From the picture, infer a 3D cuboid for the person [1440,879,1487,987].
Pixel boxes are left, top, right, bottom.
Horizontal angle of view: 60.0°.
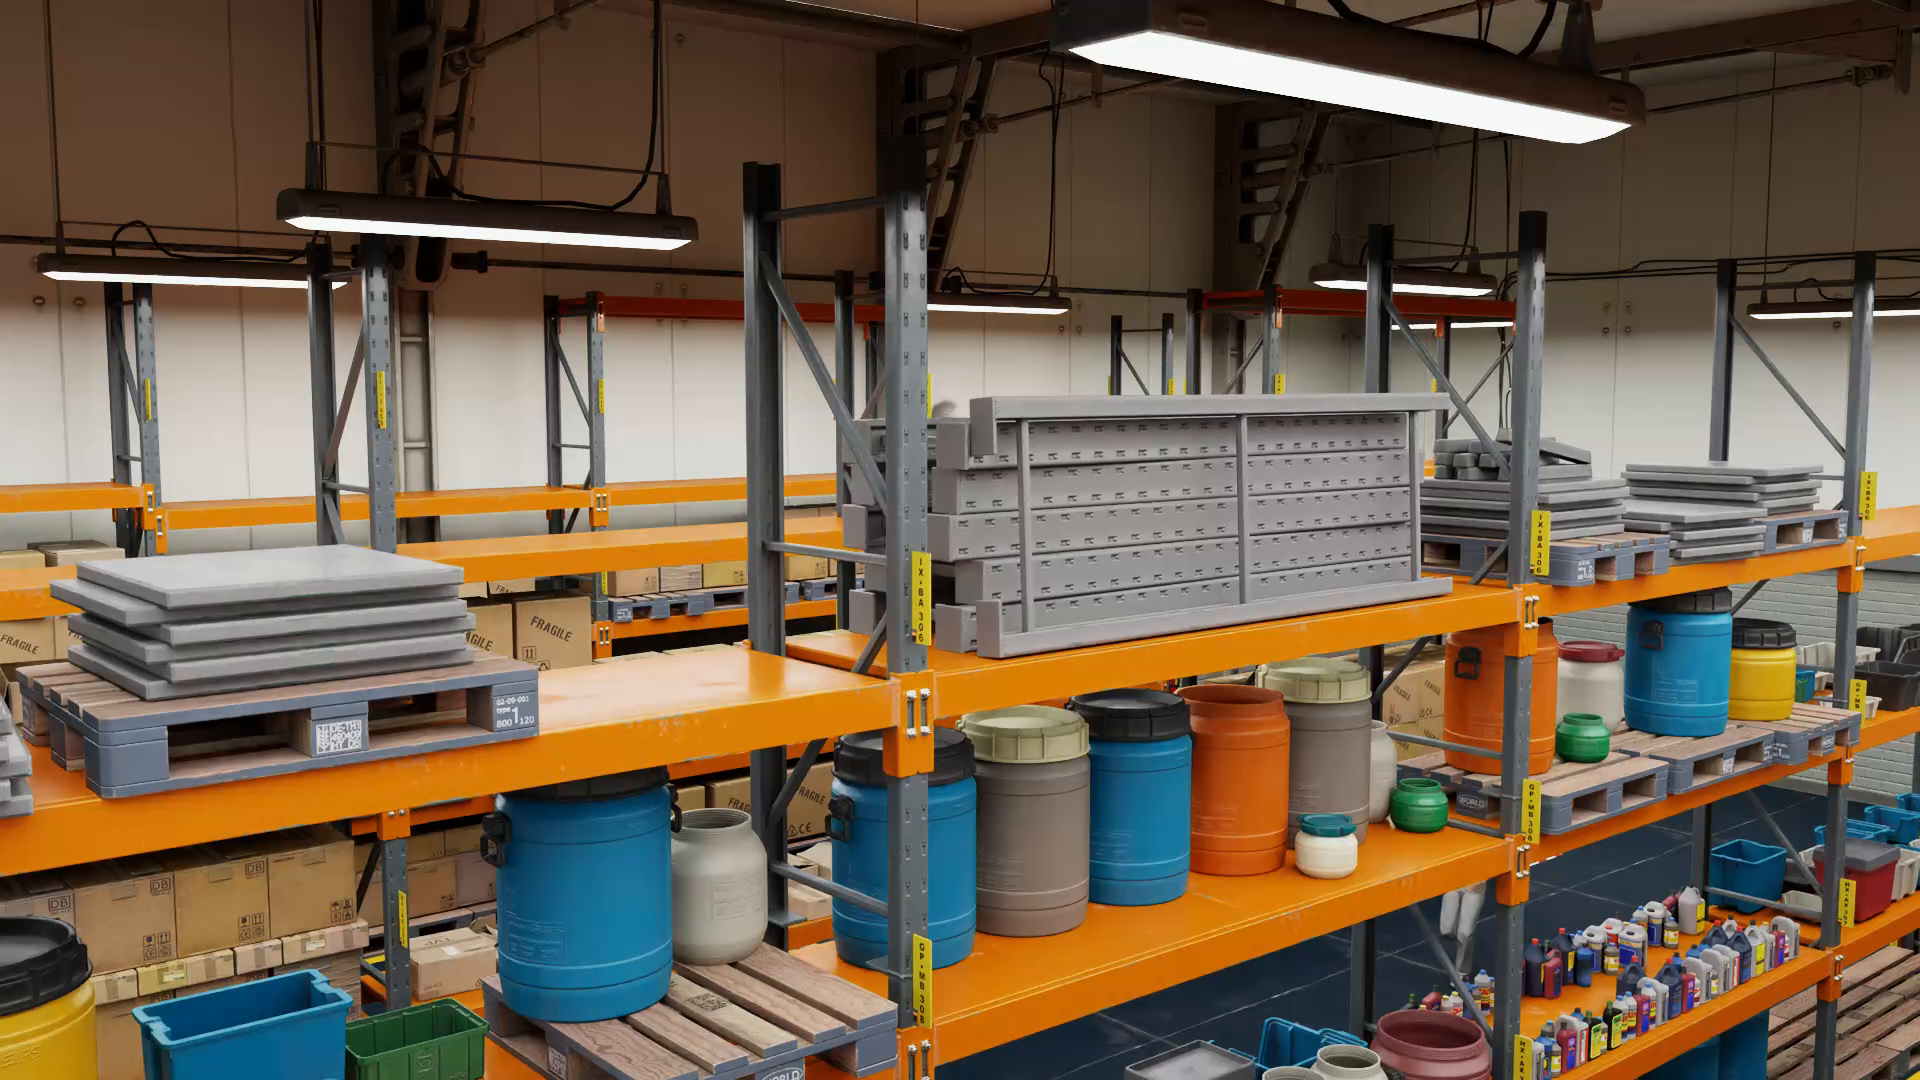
[{"bbox_3d":[4.351,2.994,14.276,0.565,1.629,0.573,4,7,36],"label":"person"}]
